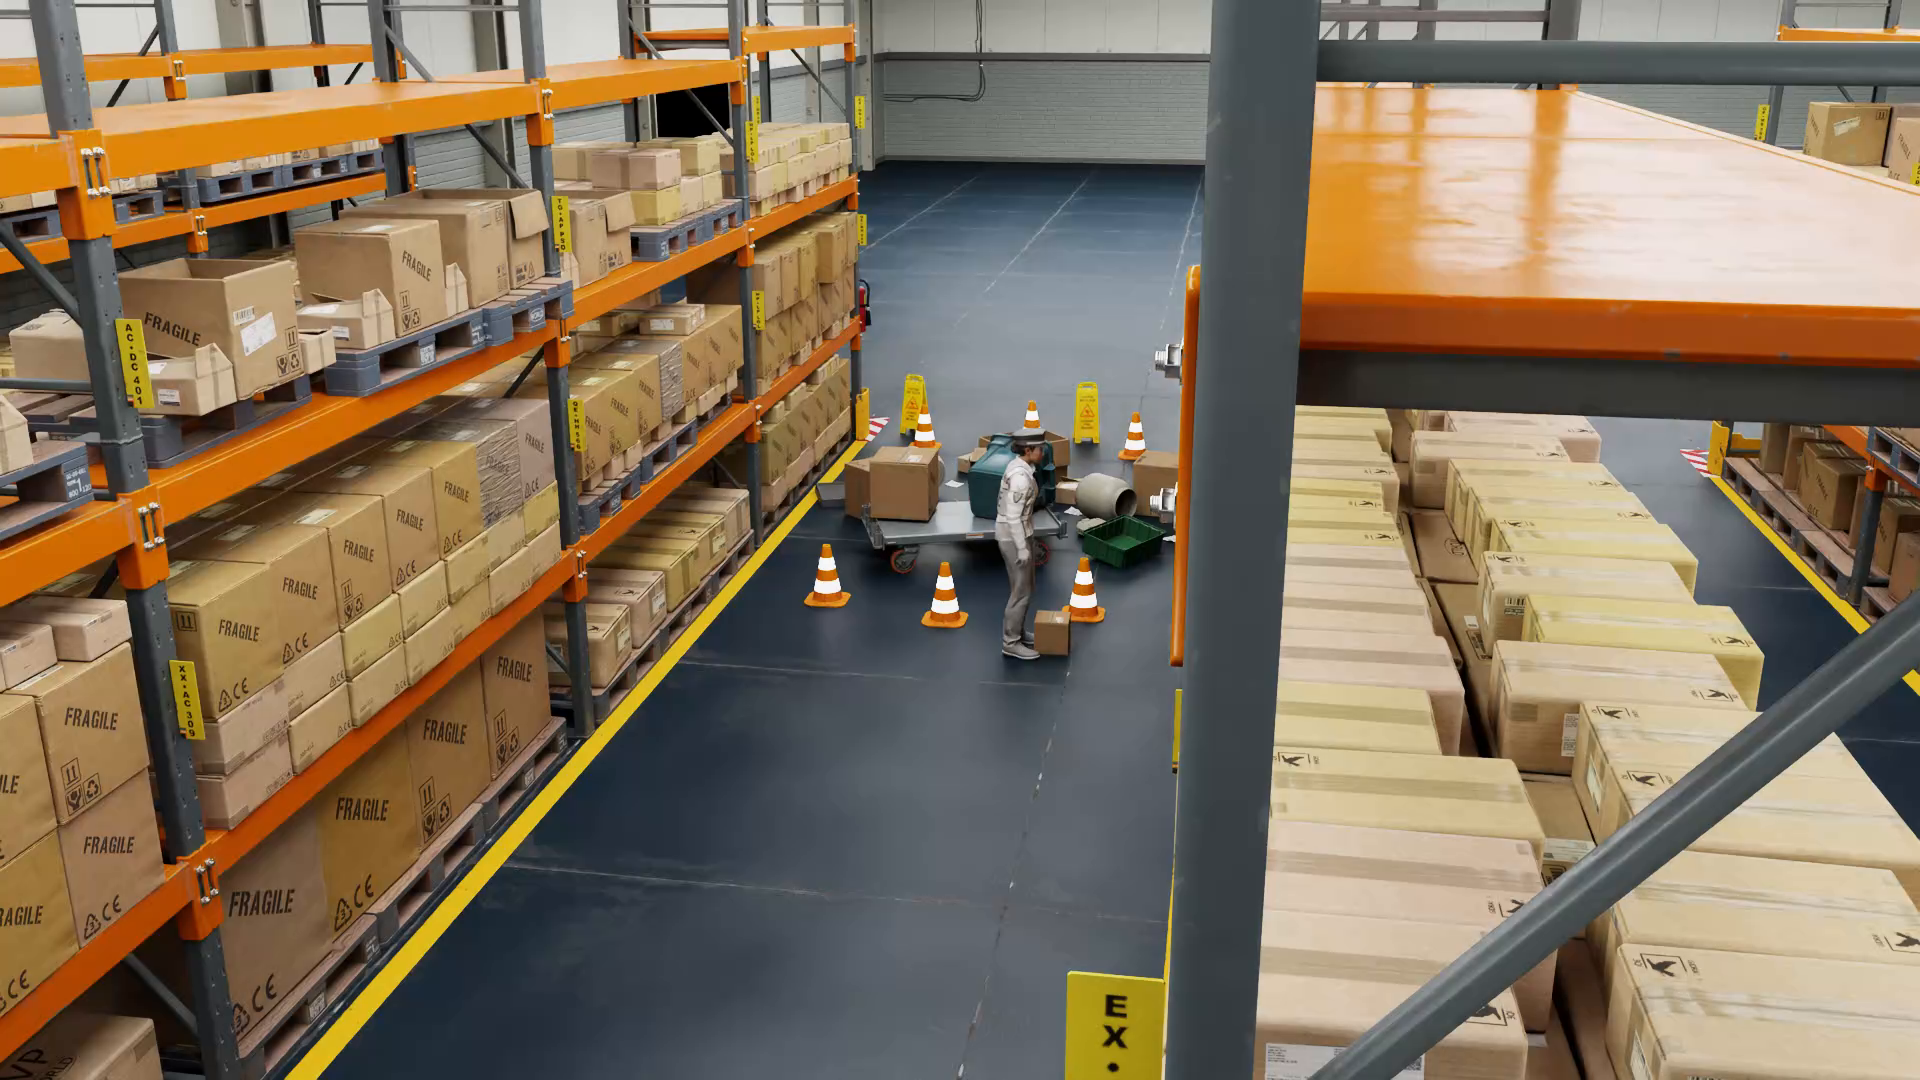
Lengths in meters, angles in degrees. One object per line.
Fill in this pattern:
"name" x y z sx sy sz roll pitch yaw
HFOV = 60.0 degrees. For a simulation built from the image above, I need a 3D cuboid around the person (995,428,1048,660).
"person" 0.438 0.004 12.037 0.372 1.663 0.531 2 18 6
